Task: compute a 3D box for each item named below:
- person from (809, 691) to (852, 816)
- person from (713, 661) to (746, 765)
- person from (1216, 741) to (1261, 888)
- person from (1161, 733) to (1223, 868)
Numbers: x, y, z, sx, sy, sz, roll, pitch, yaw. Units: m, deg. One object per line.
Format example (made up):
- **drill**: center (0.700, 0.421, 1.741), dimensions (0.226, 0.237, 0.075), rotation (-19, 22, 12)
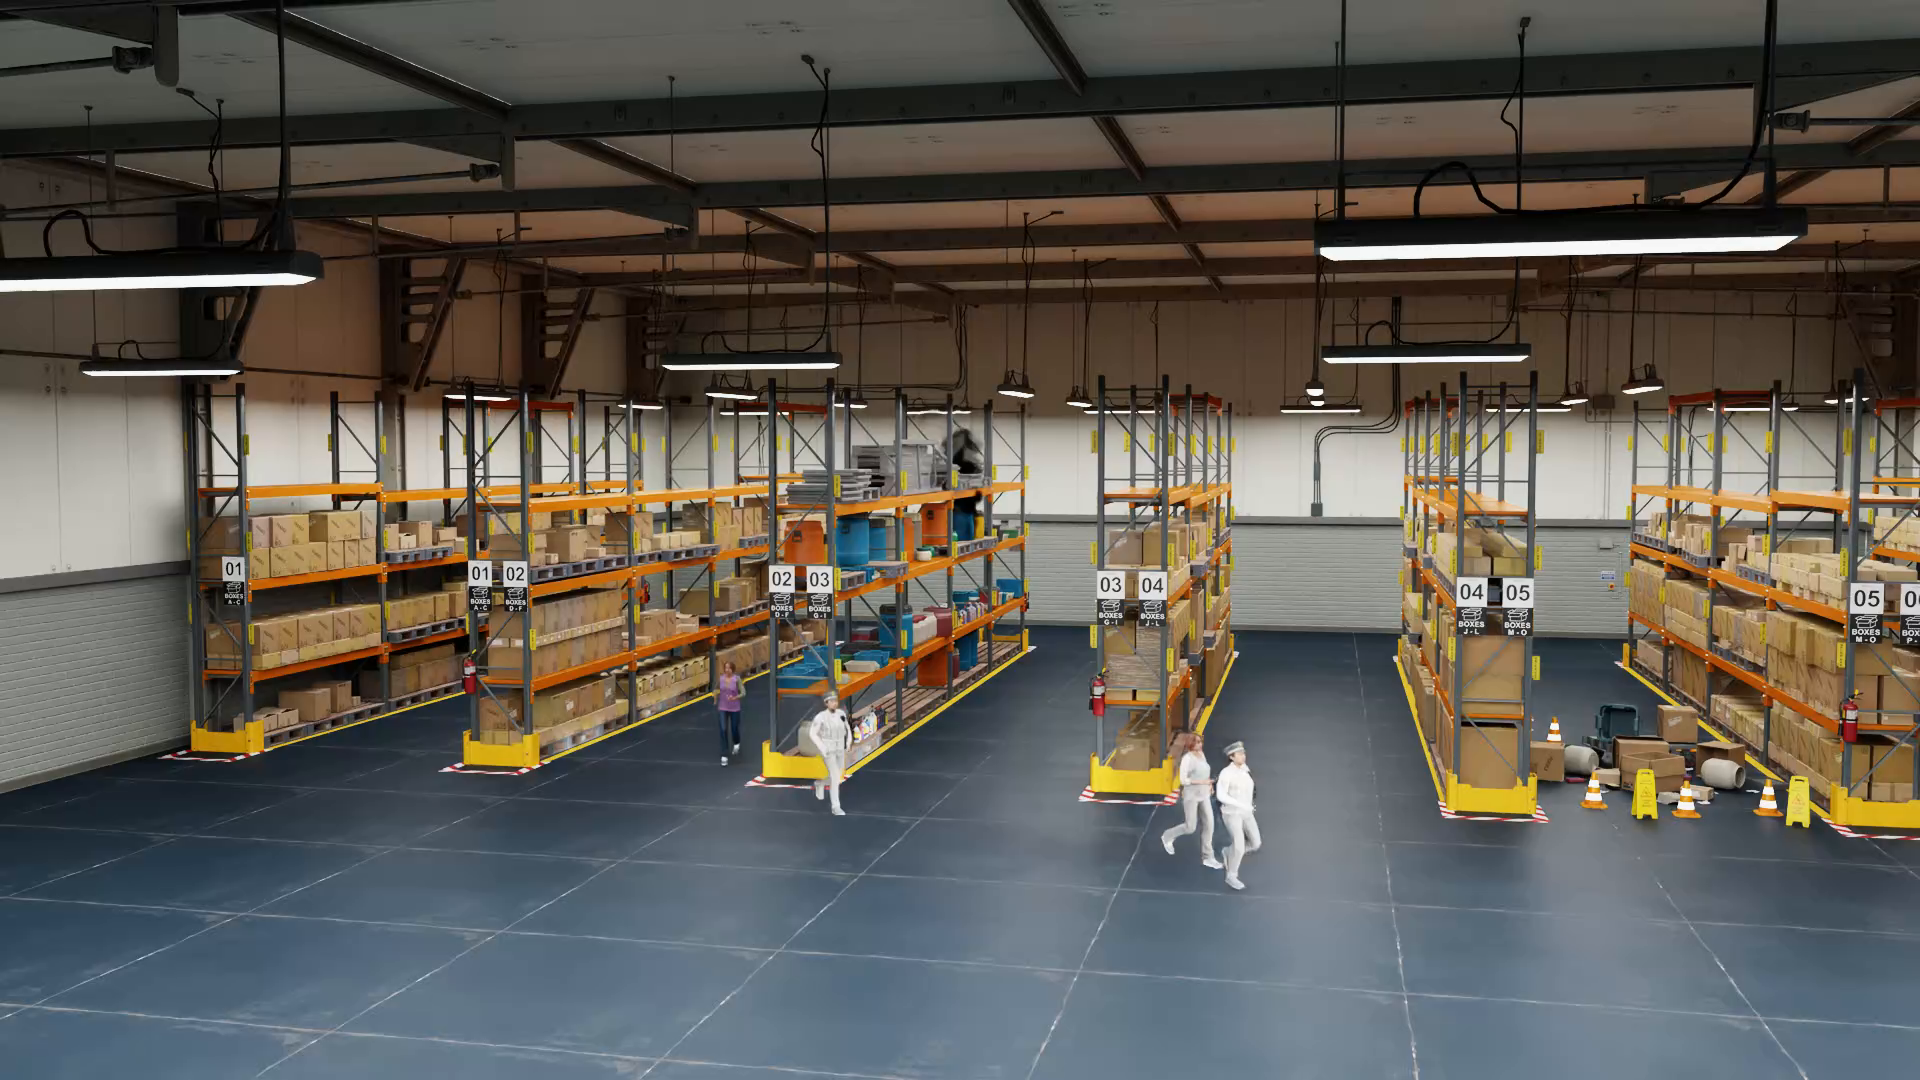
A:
- **person**: center (-1.770, 2.867, 22.648), dimensions (0.621, 1.687, 0.746), rotation (-2, 4, -35)
- **person**: center (-3.638, 2.687, 26.191), dimensions (0.551, 1.590, 0.884), rotation (0, 3, 1)
- **person**: center (3.152, 3.099, 18.828), dimensions (0.658, 1.665, 0.561), rotation (-3, 4, -42)
- **person**: center (2.782, 3.076, 19.802), dimensions (0.819, 1.575, 0.552), rotation (3, 5, 45)
